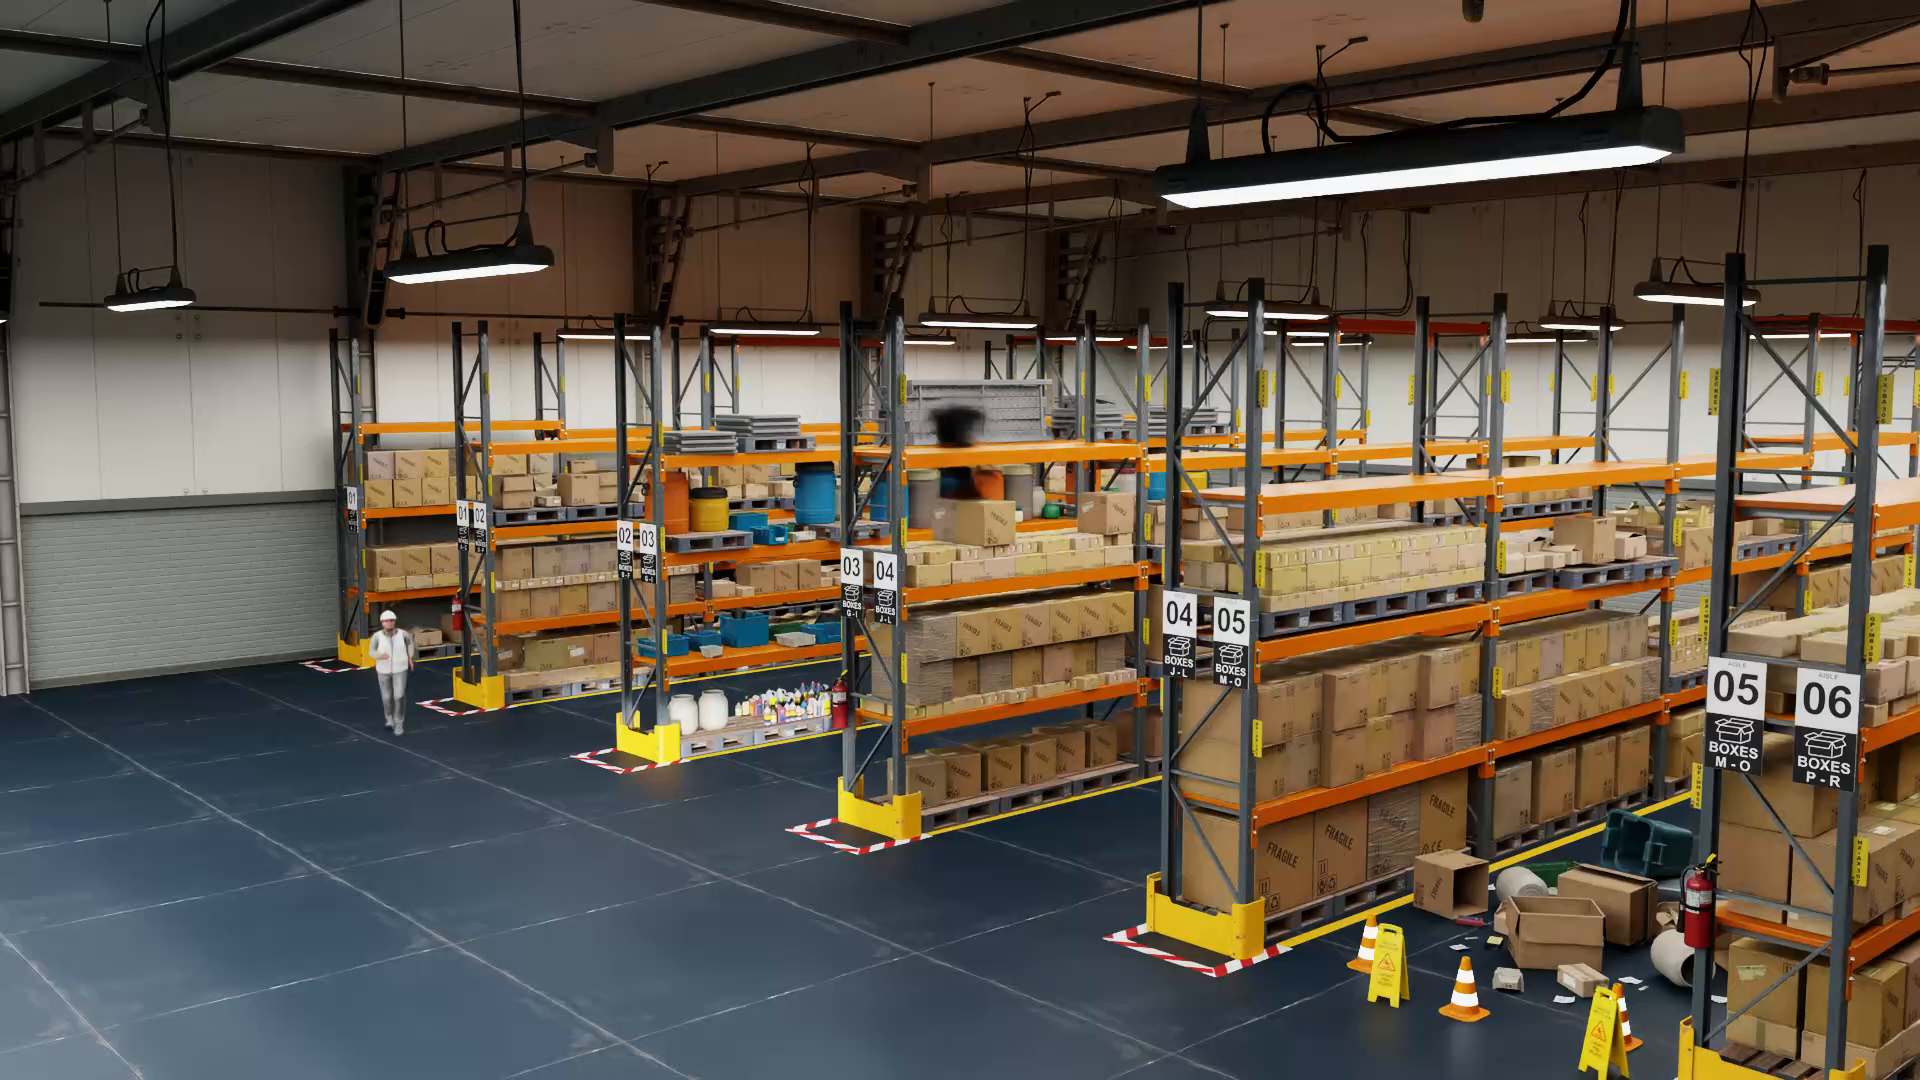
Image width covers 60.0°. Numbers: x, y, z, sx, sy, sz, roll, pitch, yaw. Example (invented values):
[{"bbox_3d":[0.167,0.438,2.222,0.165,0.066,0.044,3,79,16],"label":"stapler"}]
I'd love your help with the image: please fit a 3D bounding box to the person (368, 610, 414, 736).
[{"bbox_3d":[-8.209,1.917,24.013,0.606,1.825,0.833,-2,6,-15],"label":"person"}]
